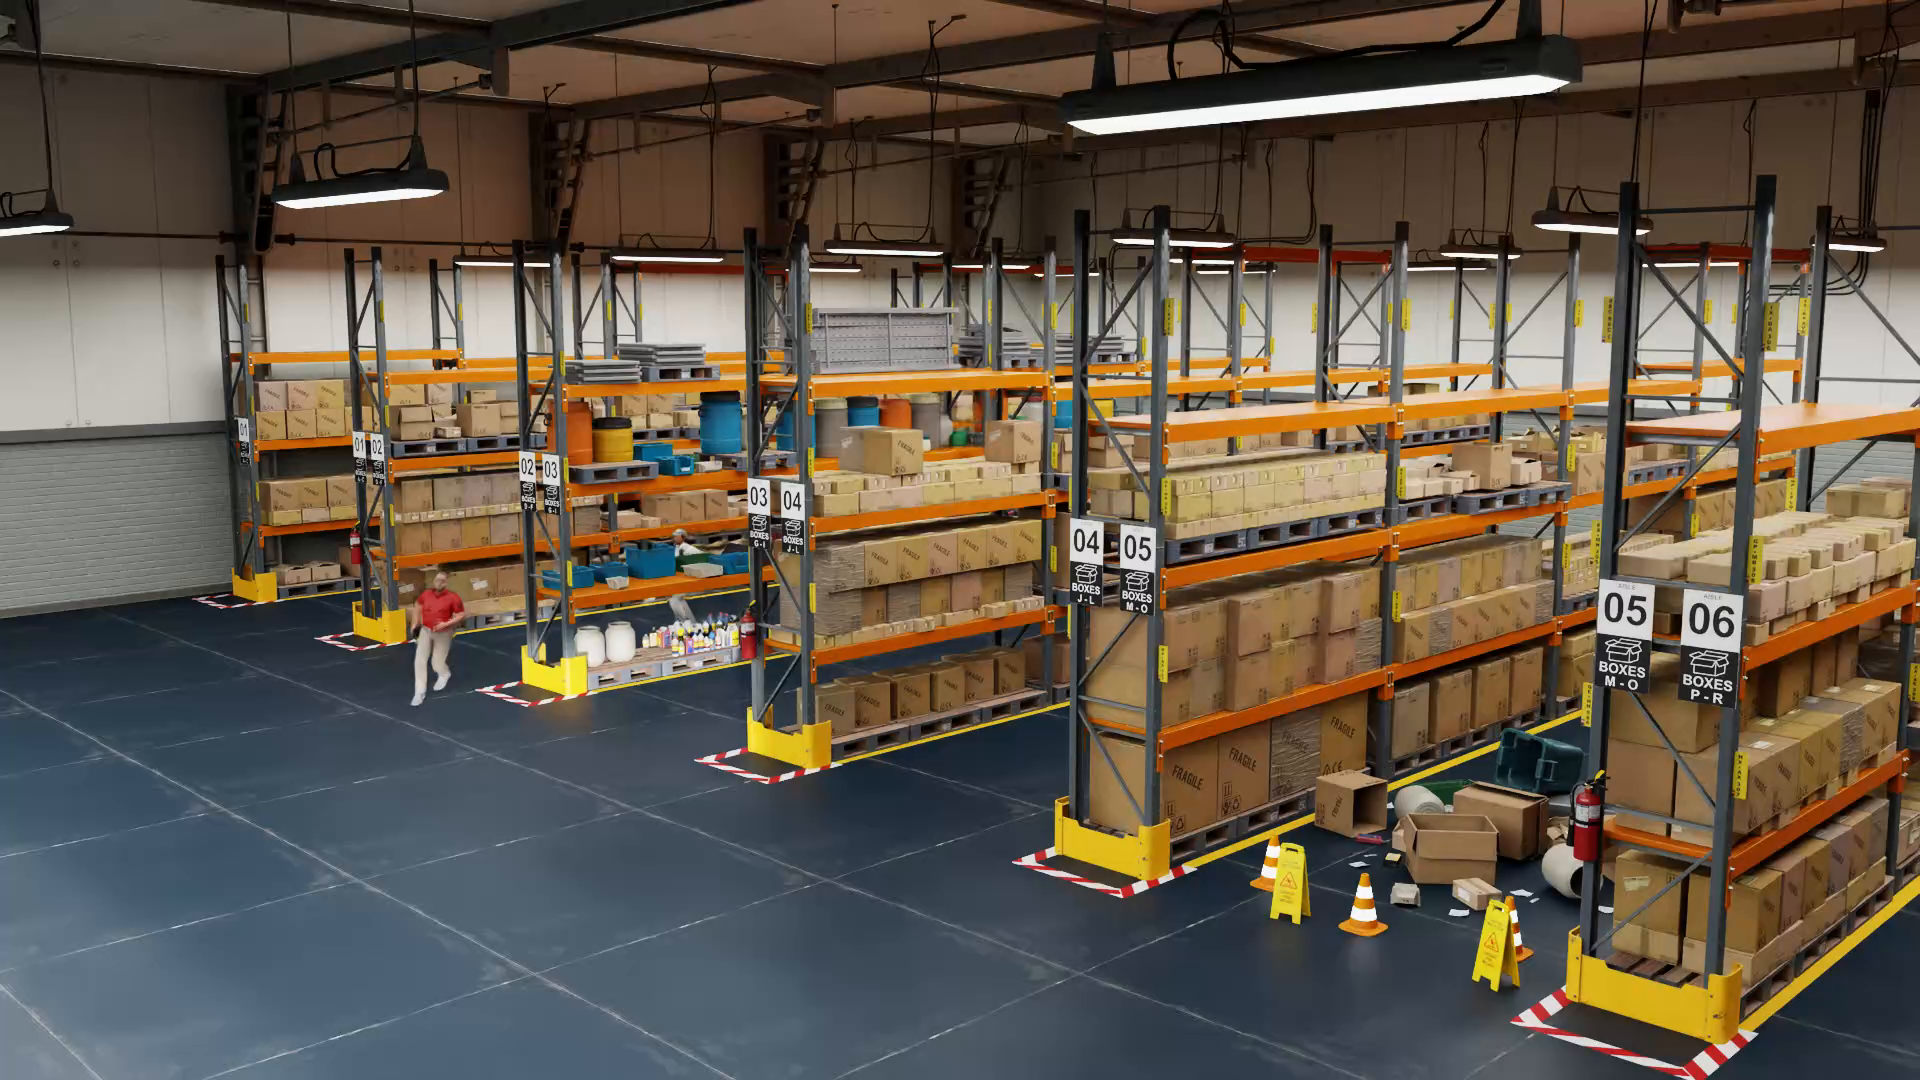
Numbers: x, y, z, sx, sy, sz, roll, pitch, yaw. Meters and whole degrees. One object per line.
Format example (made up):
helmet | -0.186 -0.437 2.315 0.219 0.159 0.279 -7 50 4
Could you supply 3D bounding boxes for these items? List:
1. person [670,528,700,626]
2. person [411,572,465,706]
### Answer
person | -4.393 0.593 26.033 0.582 1.553 0.661 8 11 44
person | -6.833 1.256 21.807 0.706 1.699 0.897 0 8 2
